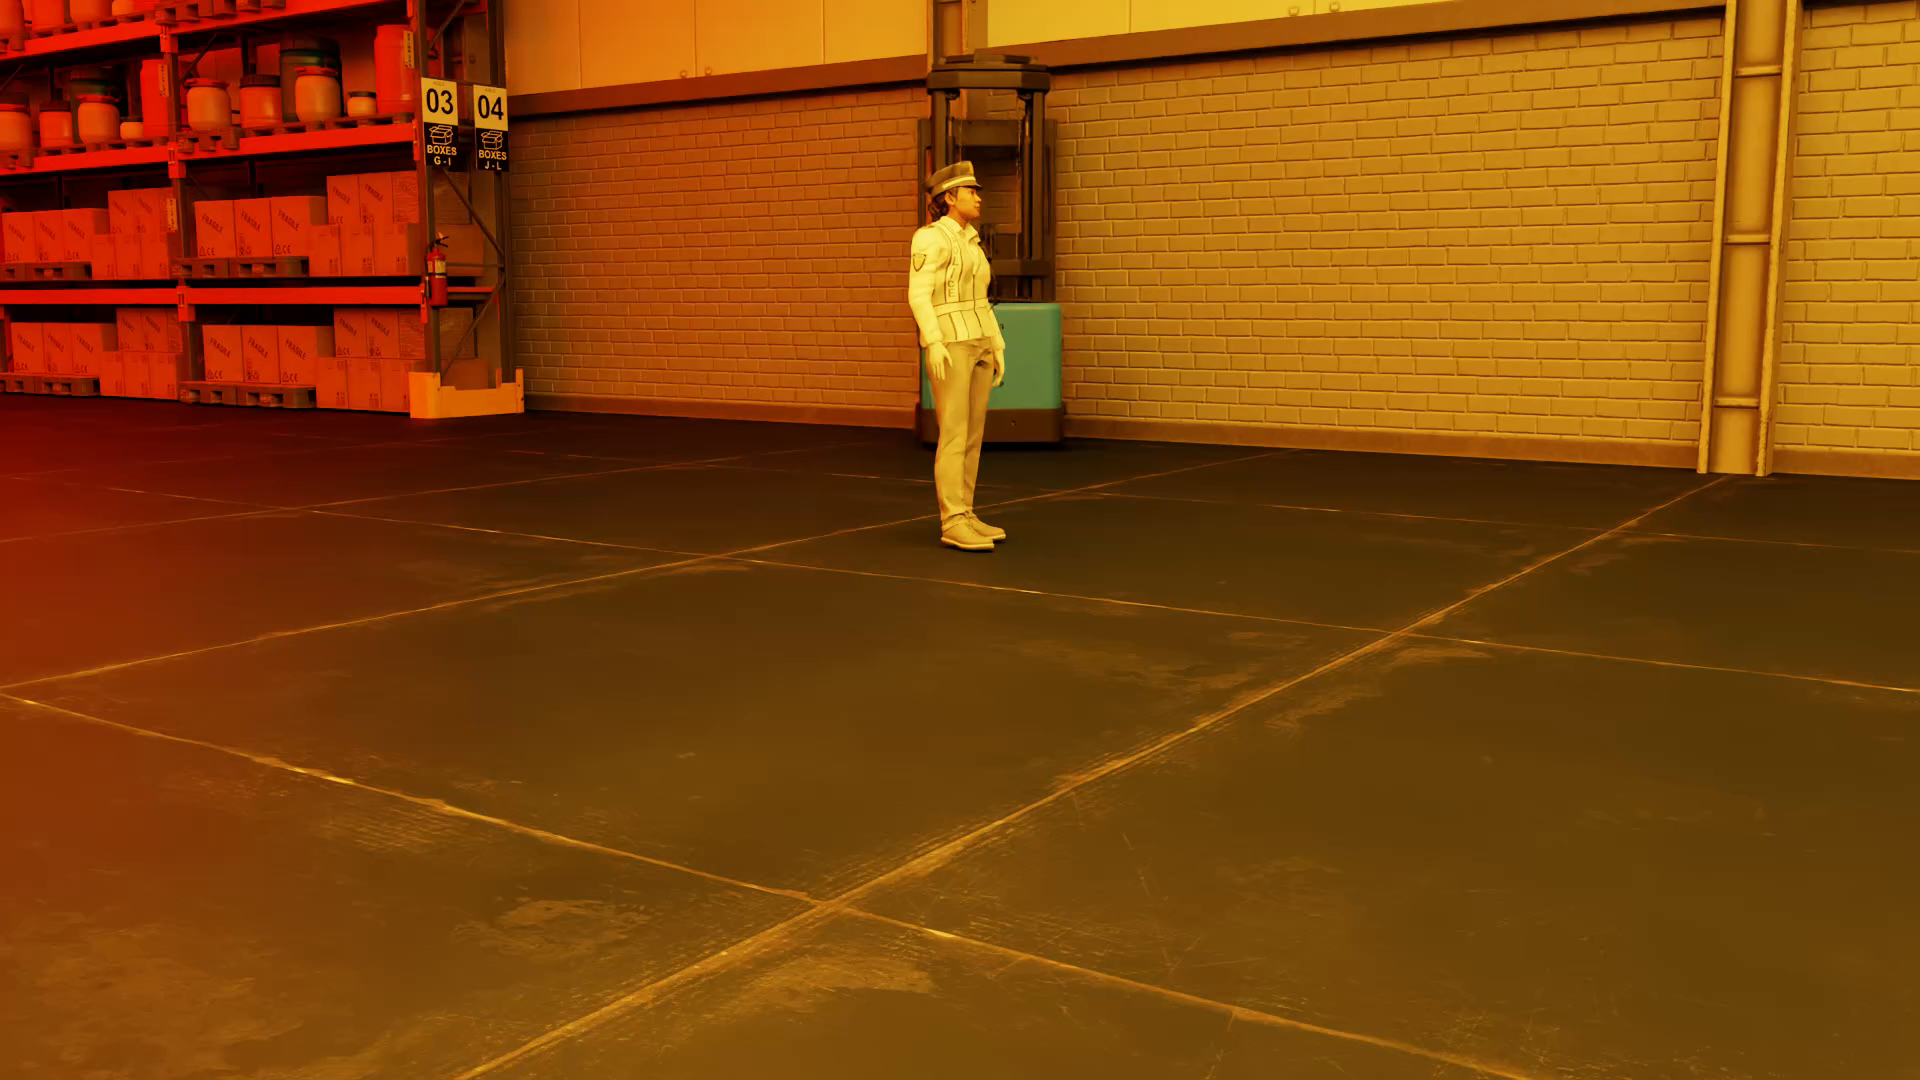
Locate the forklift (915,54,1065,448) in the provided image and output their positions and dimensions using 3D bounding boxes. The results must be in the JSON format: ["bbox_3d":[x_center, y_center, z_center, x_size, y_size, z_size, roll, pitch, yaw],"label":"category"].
[{"bbox_3d":[0.208,-2.305,13.400,1.130,2.935,3.031,0,8,-1],"label":"forklift"}]

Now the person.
[{"bbox_3d":[0.053,-0.840,7.439,0.530,1.694,0.586,5,10,34],"label":"person"}]
